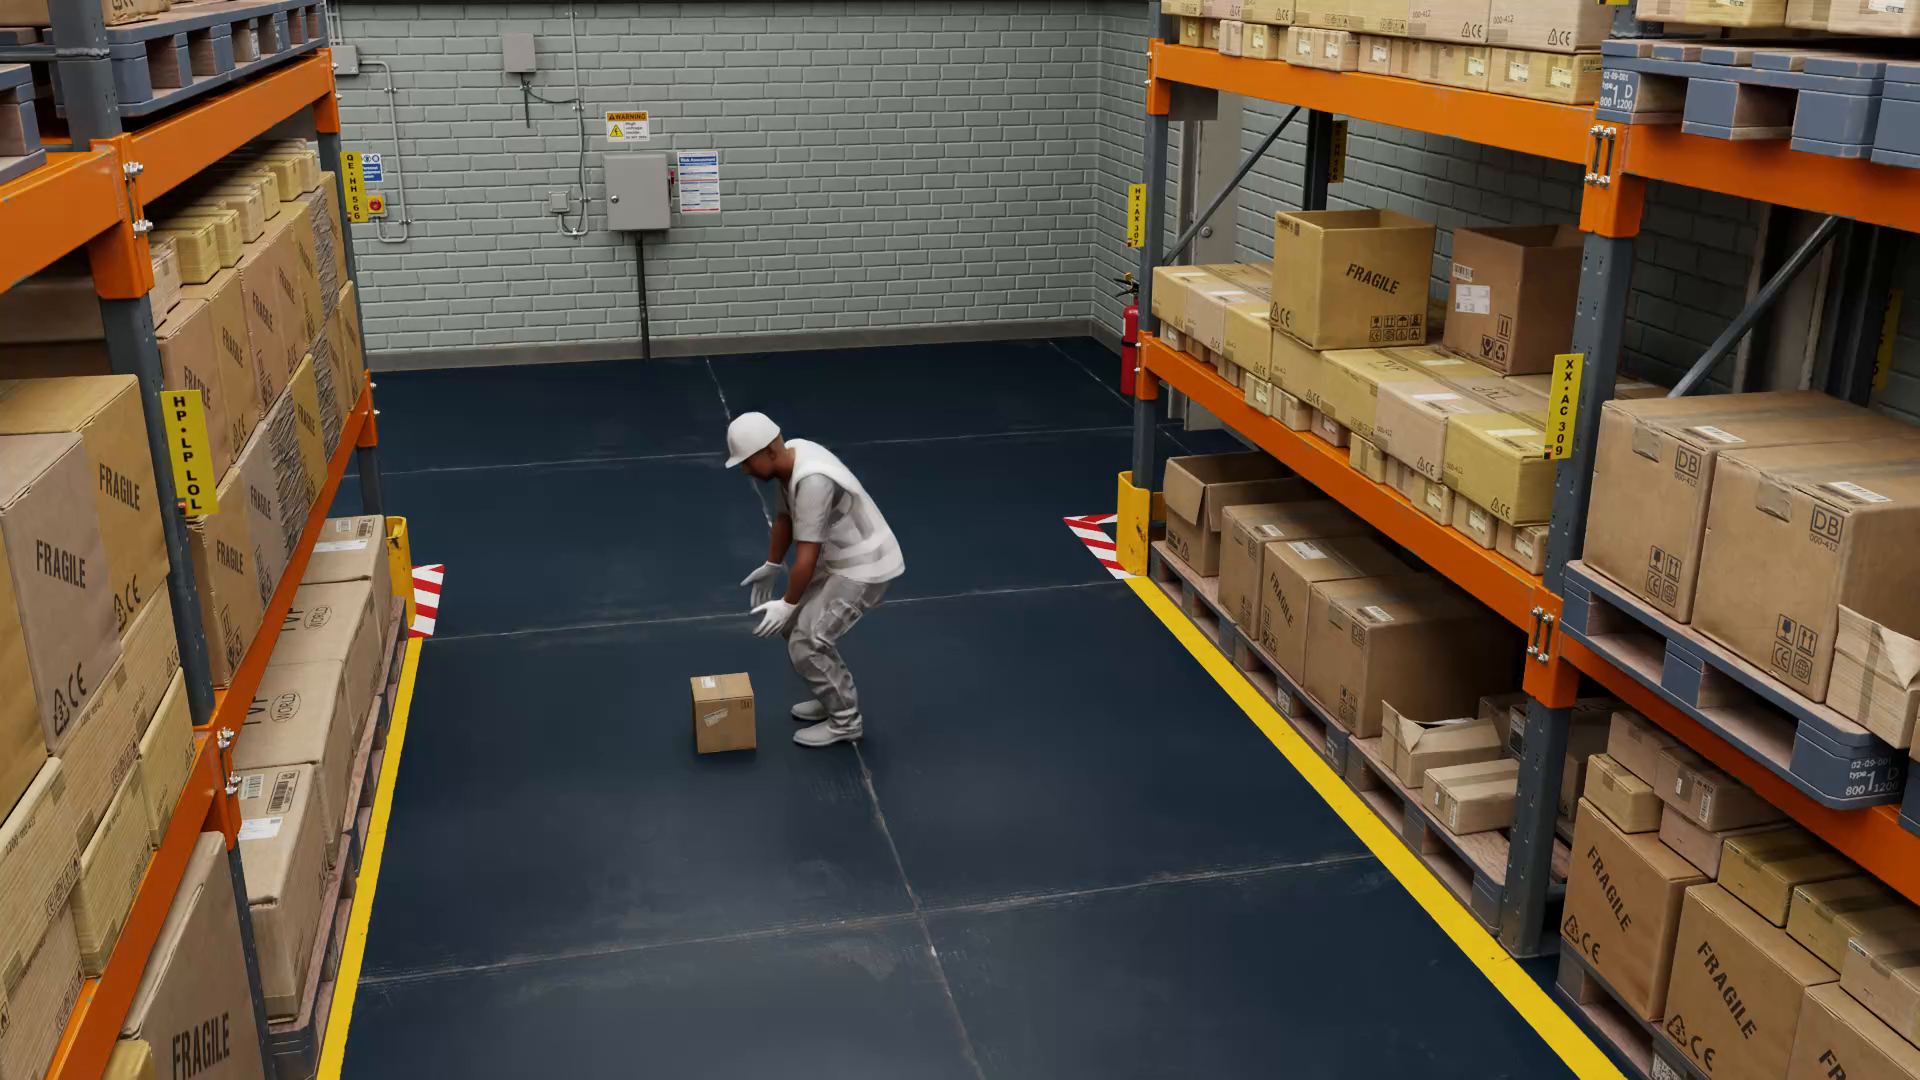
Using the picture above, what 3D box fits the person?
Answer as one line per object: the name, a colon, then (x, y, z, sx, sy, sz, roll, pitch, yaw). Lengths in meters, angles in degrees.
person: (-0.605, 0.154, 7.077, 0.737, 1.469, 0.611, -4, 20, -12)
